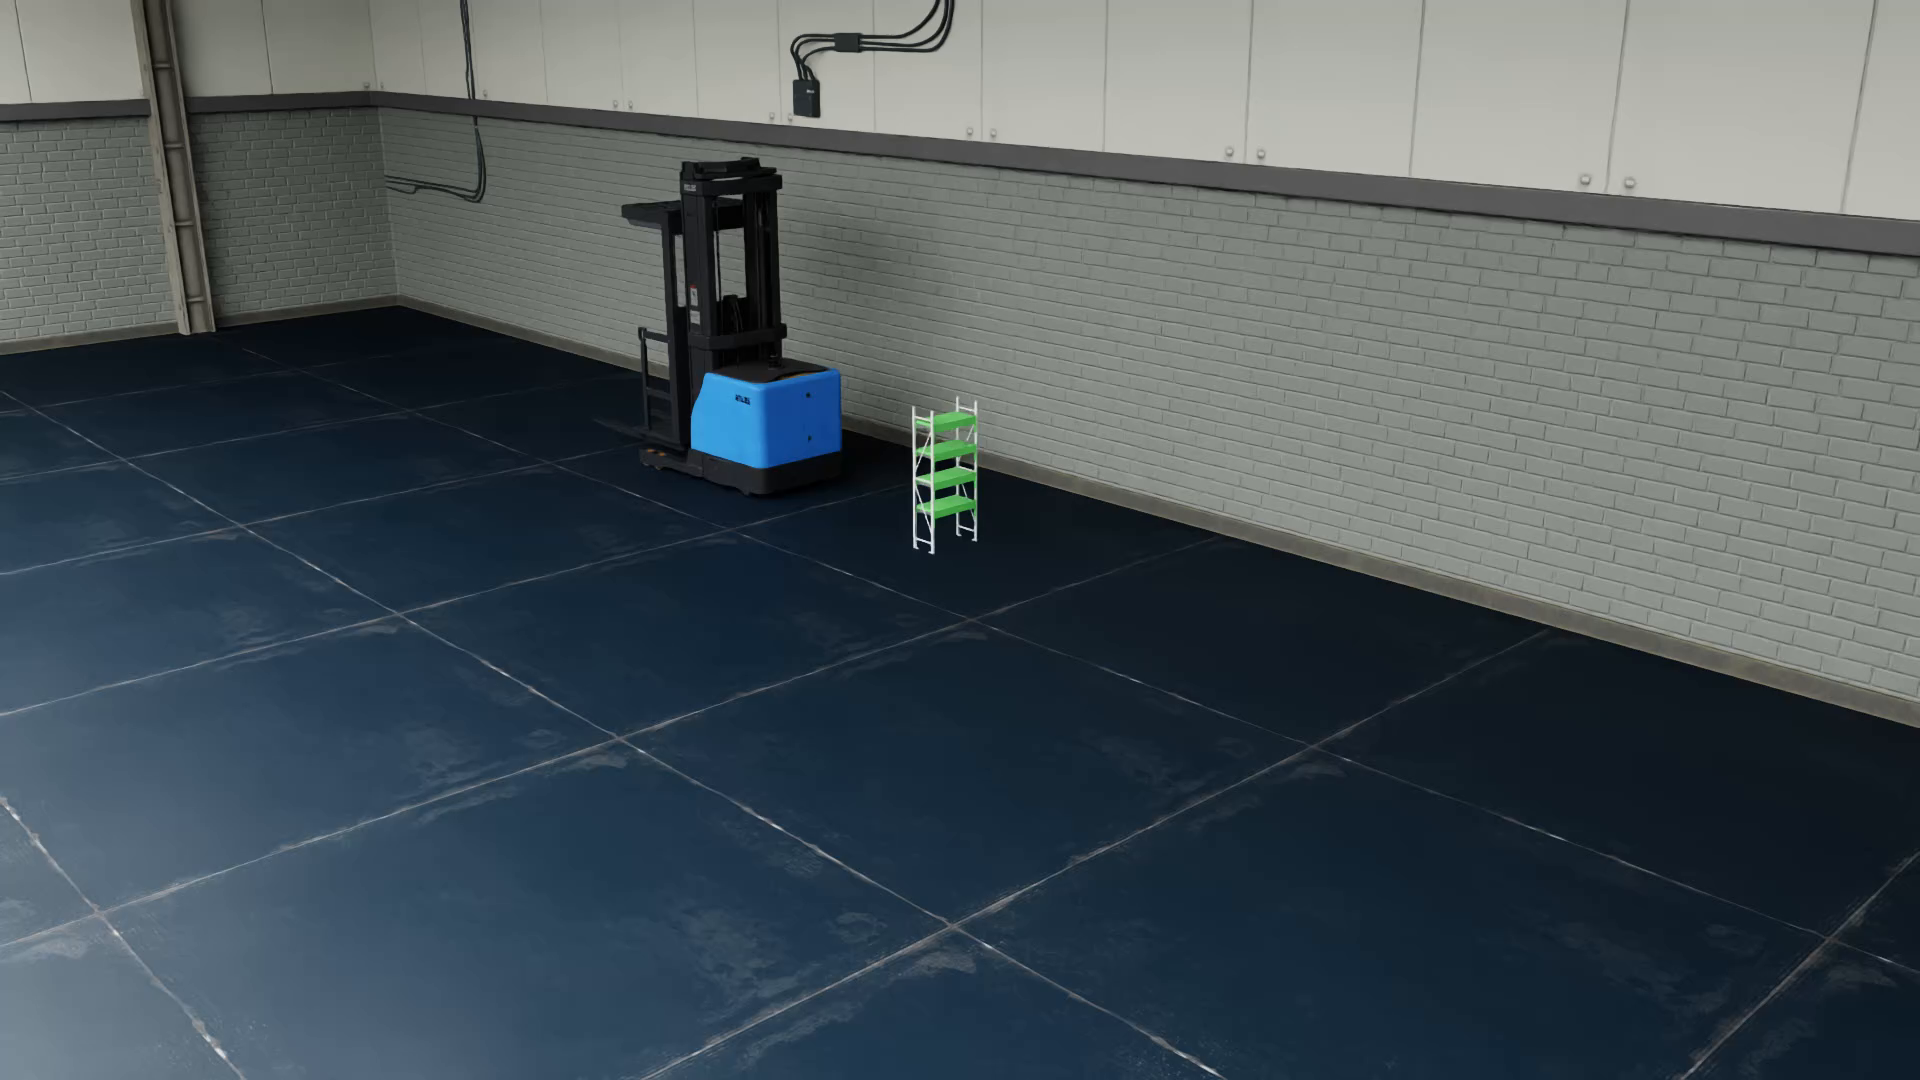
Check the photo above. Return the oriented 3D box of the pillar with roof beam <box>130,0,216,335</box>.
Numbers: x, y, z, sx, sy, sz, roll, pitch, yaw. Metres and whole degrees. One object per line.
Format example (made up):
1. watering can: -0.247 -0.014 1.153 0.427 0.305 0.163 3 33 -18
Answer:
1. pillar with roof beam: -7.485 -6.165 18.408 0.400 9.000 9.100 -16 24 -41

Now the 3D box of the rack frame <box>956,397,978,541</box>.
1. rack frame: 0.057 -0.587 13.851 0.015 1.200 0.240 -16 24 -41

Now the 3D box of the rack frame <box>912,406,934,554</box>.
1. rack frame: -0.298 -0.484 13.532 0.015 1.200 0.240 -16 24 -41

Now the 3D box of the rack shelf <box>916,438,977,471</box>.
1. rack shelf: -0.120 -0.703 13.637 0.480 0.148 0.258 -16 24 -41

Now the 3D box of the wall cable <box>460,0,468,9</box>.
1. wall cable: -5.535 -7.776 20.225 0.112 2.526 3.097 -16 24 -41

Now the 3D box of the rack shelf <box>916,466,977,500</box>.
1. rack shelf: -0.120 -0.475 13.711 0.480 0.148 0.258 -16 24 -41

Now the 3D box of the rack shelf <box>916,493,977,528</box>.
1. rack shelf: -0.120 -0.247 13.785 0.480 0.148 0.258 -16 24 -41

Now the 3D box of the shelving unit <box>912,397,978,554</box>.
1. shelving unit: -0.120 -0.536 13.691 0.503 1.200 0.258 -16 24 -41

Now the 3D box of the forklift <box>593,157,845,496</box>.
1. forklift: -2.480 -2.170 15.924 1.130 2.935 3.031 -17 24 -42

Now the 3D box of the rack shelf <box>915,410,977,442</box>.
1. rack shelf: -0.120 -0.931 13.563 0.480 0.148 0.258 -16 24 -41

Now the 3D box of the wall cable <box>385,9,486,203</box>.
1. wall cable: -7.394 -5.980 22.873 0.112 2.526 3.097 -16 24 -41

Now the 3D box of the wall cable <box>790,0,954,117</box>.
1. wall cable: -0.883 -6.944 15.298 0.169 6.003 2.305 -16 24 -41
